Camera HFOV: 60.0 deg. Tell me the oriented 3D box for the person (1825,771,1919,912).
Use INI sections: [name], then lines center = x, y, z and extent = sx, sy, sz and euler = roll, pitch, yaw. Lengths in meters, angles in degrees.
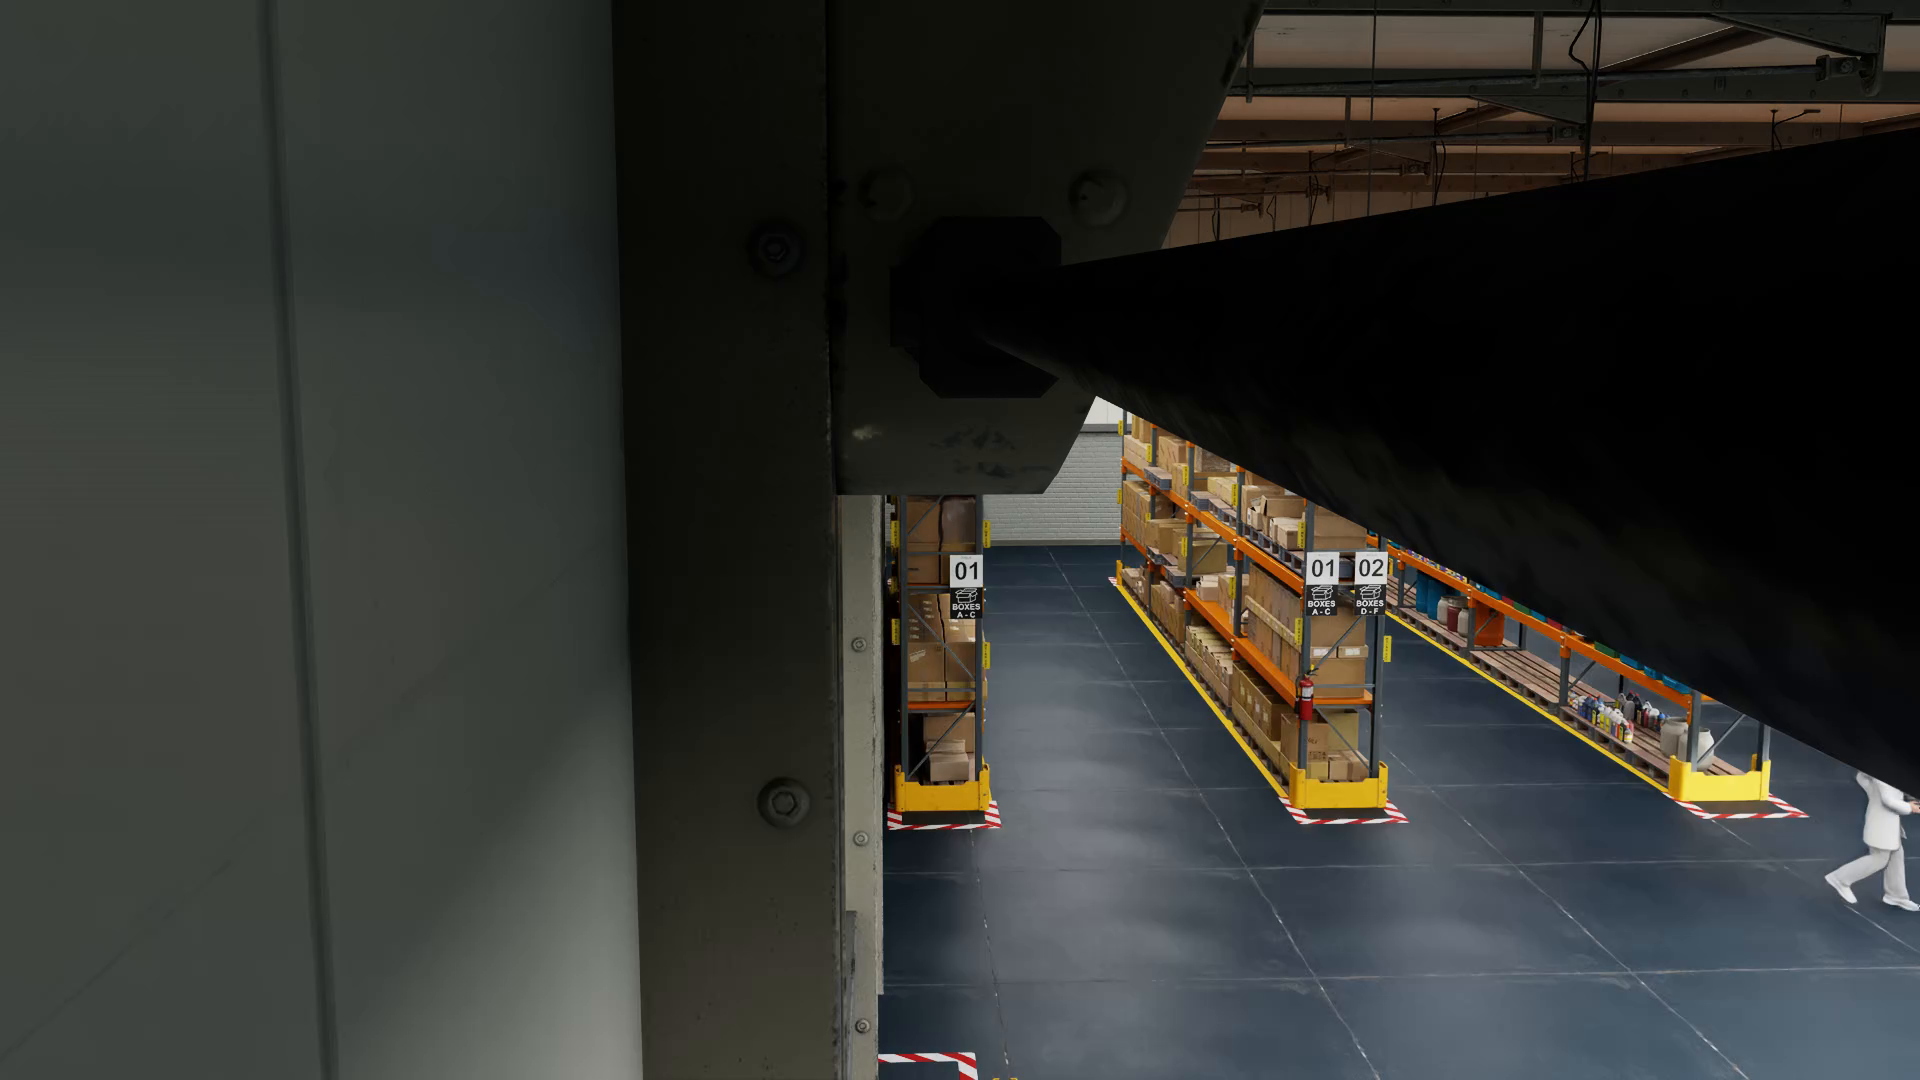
[person]
center = 9.508, 2.931, 17.202
extent = 0.934, 1.799, 0.734
euler = 3, 9, 21
